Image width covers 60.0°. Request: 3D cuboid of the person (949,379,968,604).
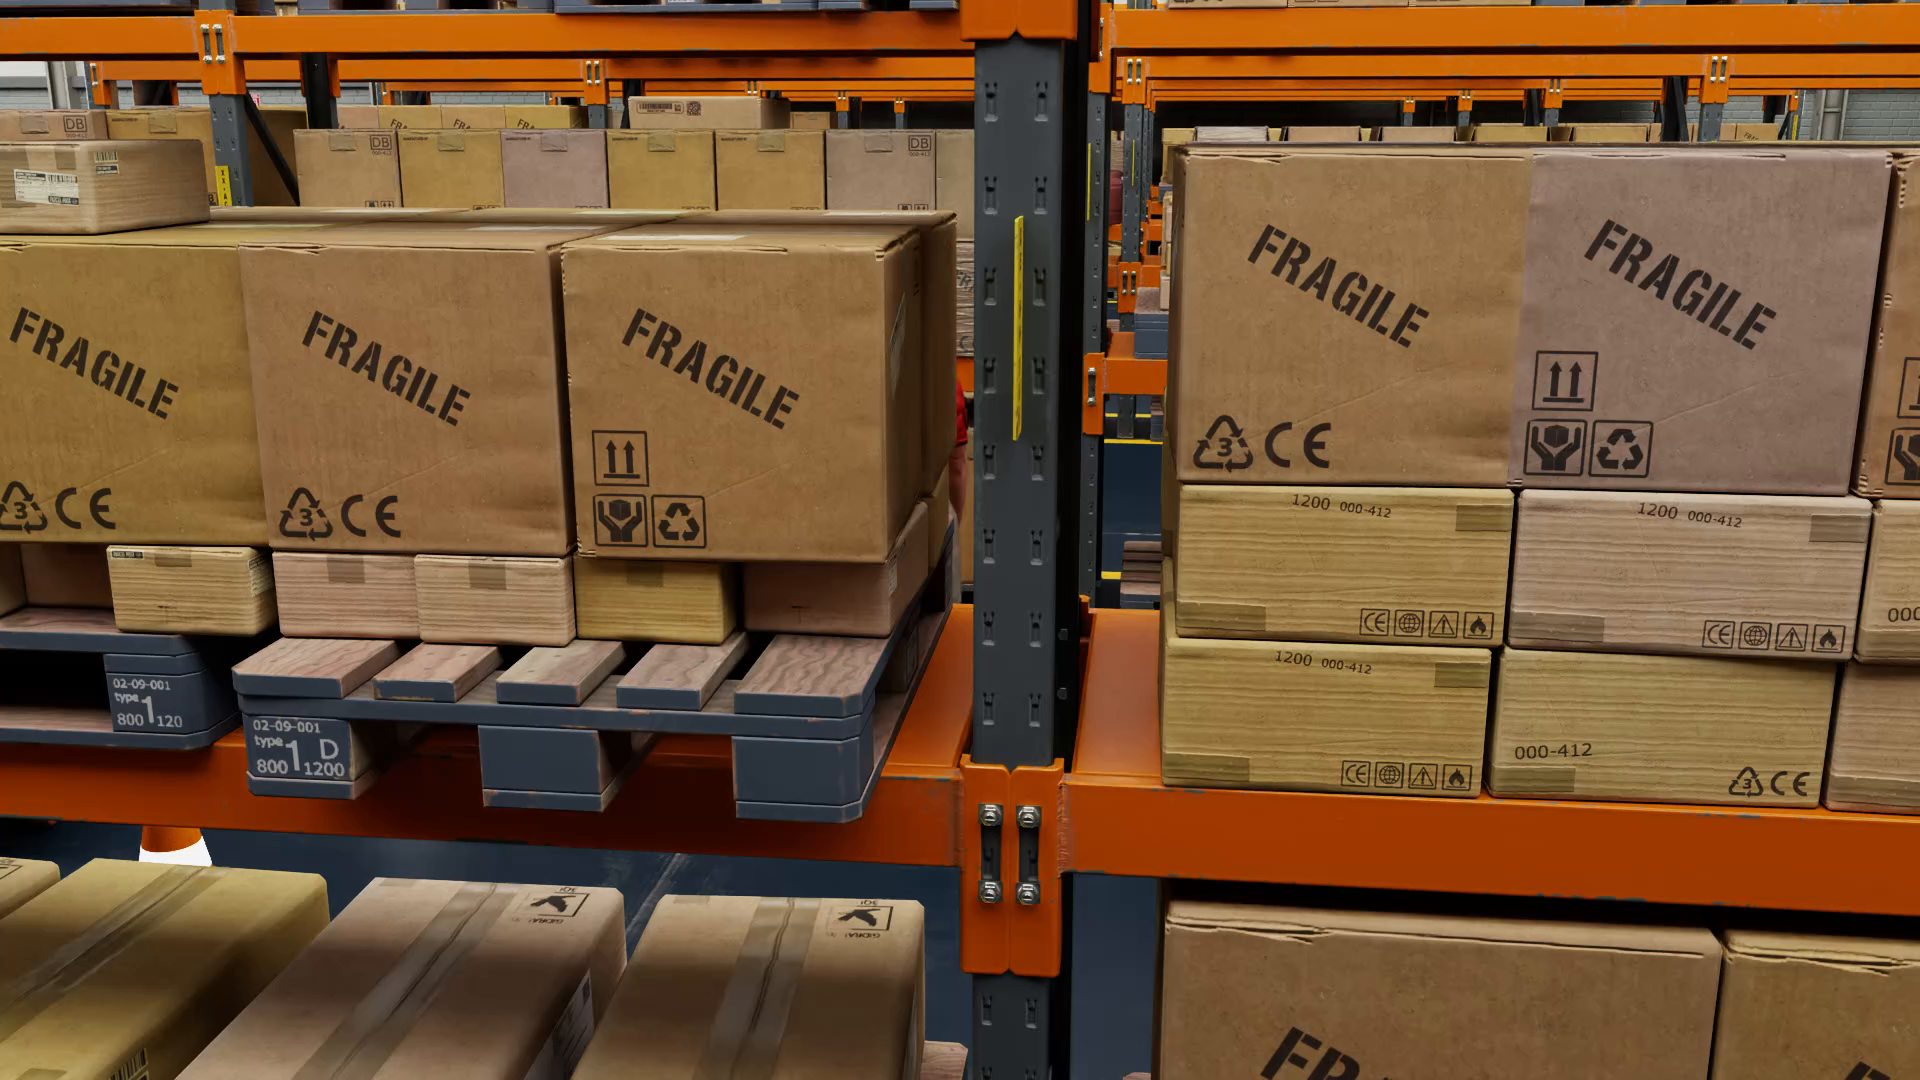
[{"bbox_3d":[-0.234,-0.044,6.272,0.540,1.709,0.366,2,14,8],"label":"person"}]
